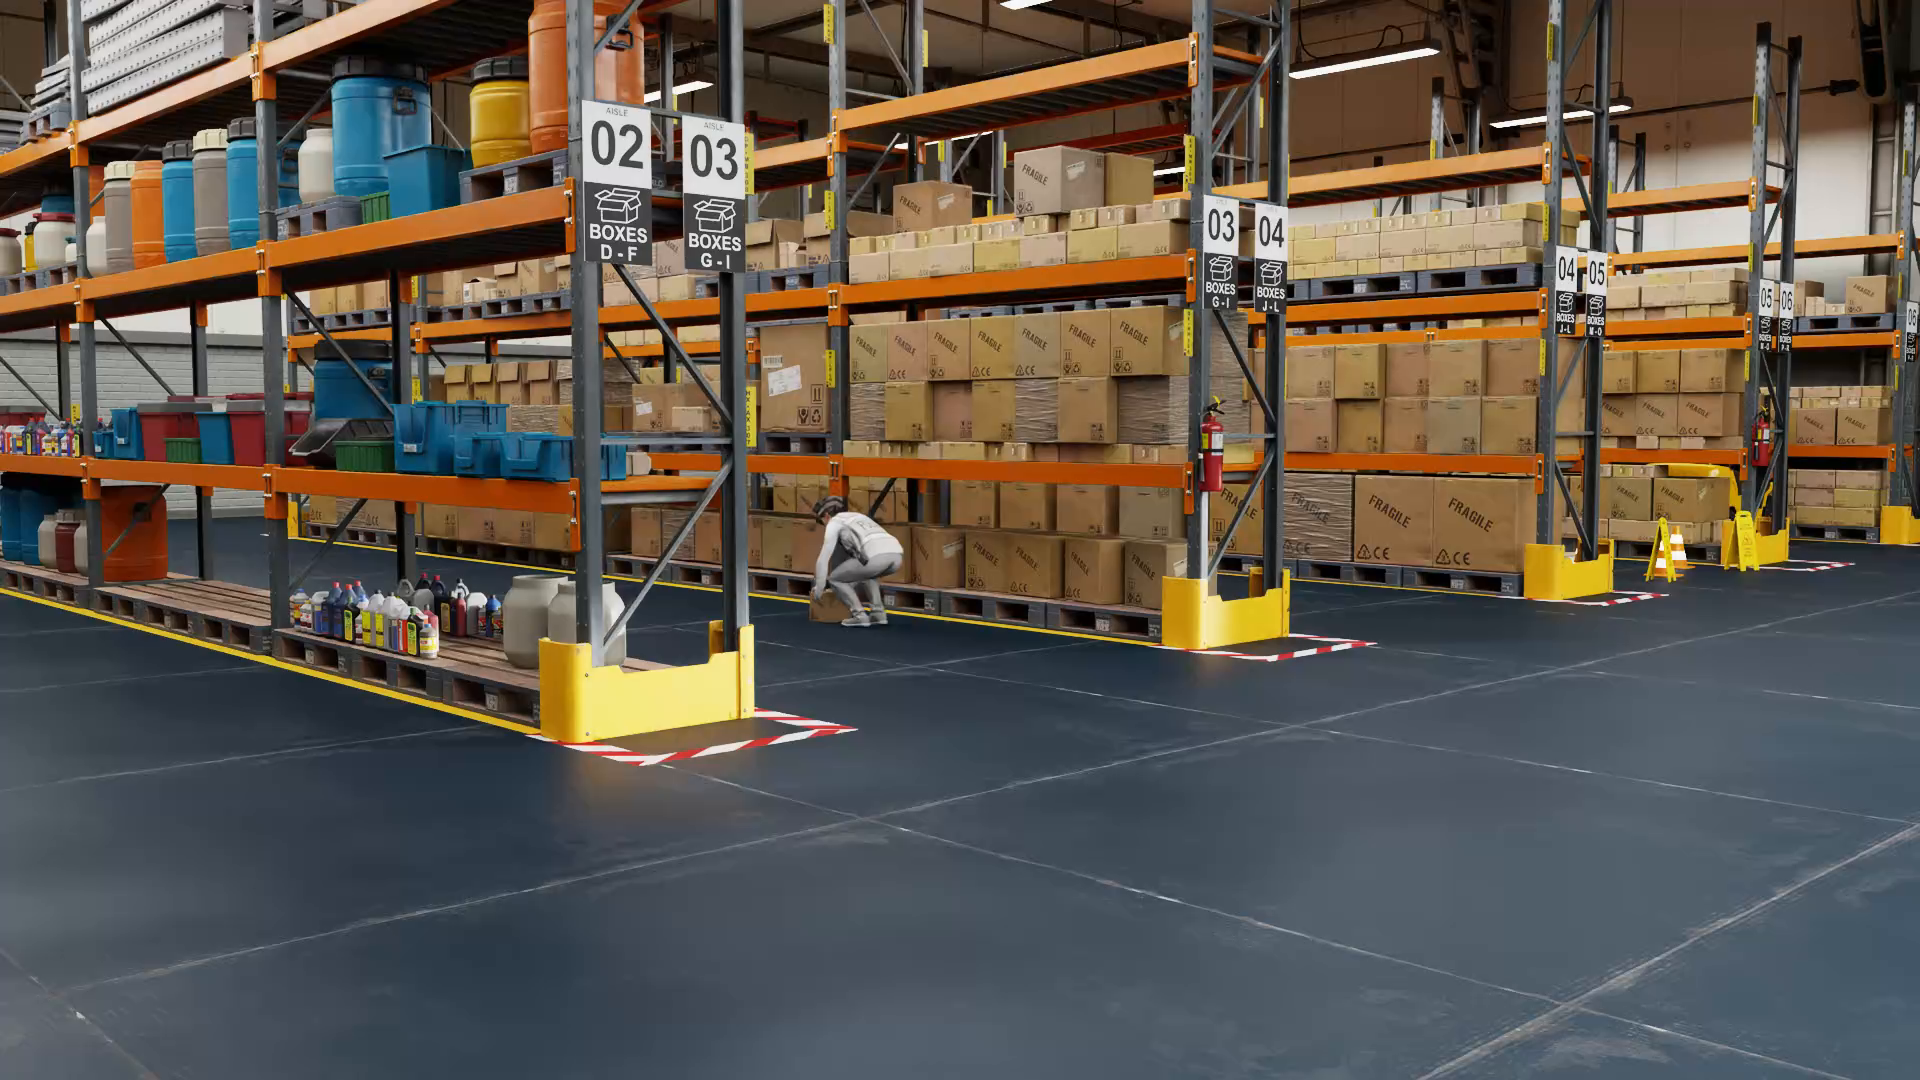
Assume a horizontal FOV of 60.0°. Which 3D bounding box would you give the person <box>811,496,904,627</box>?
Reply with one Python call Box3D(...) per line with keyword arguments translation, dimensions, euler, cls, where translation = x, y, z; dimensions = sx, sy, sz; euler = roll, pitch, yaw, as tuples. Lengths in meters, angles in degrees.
Box3D(translation=(-0.839, 0.168, 13.223), dimensions=(0.497, 1.028, 0.837), euler=(-4, 6, -44), cls="person")
